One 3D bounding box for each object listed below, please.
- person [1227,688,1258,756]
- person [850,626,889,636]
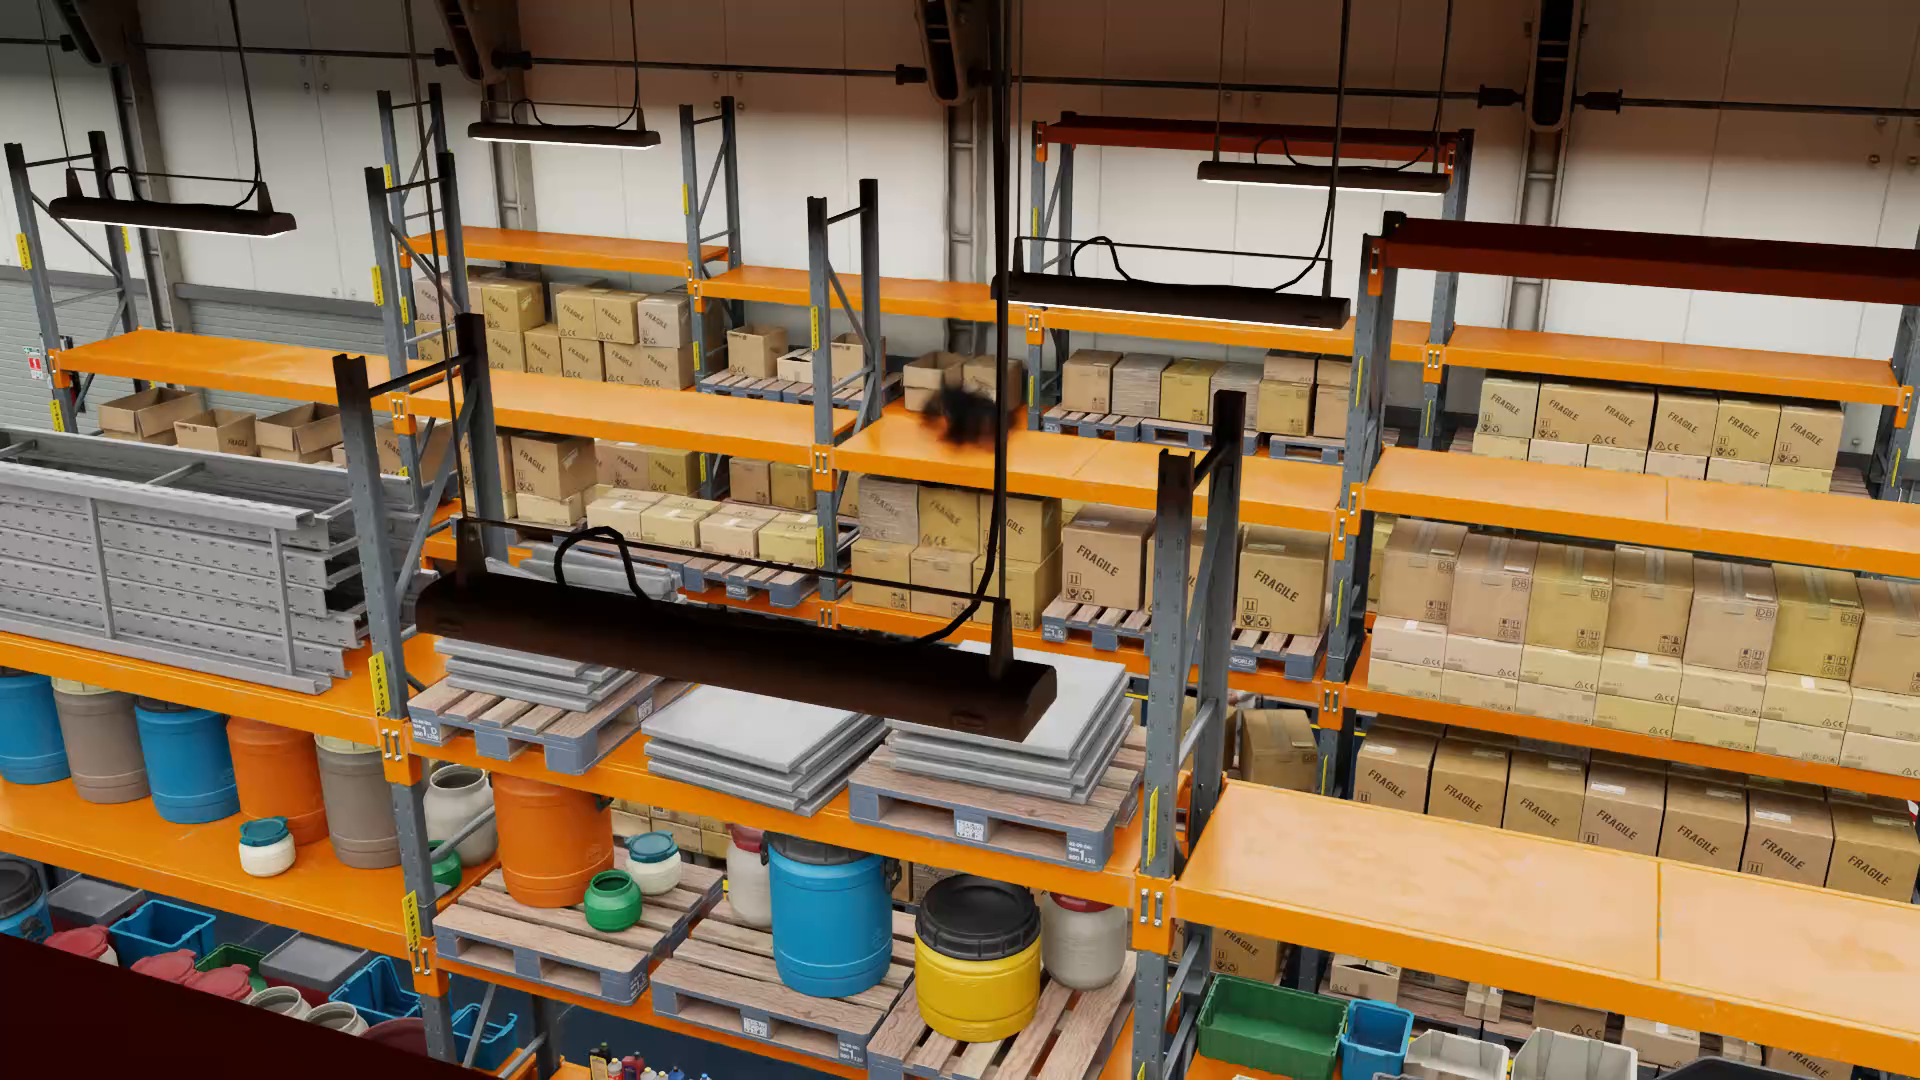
[{"bbox_3d":[2.502,1.504,15.366,0.633,1.794,0.698,5,21,12],"label":"person"},{"bbox_3d":[-0.846,0.927,16.925,0.695,1.671,0.590,8,22,19],"label":"person"}]
